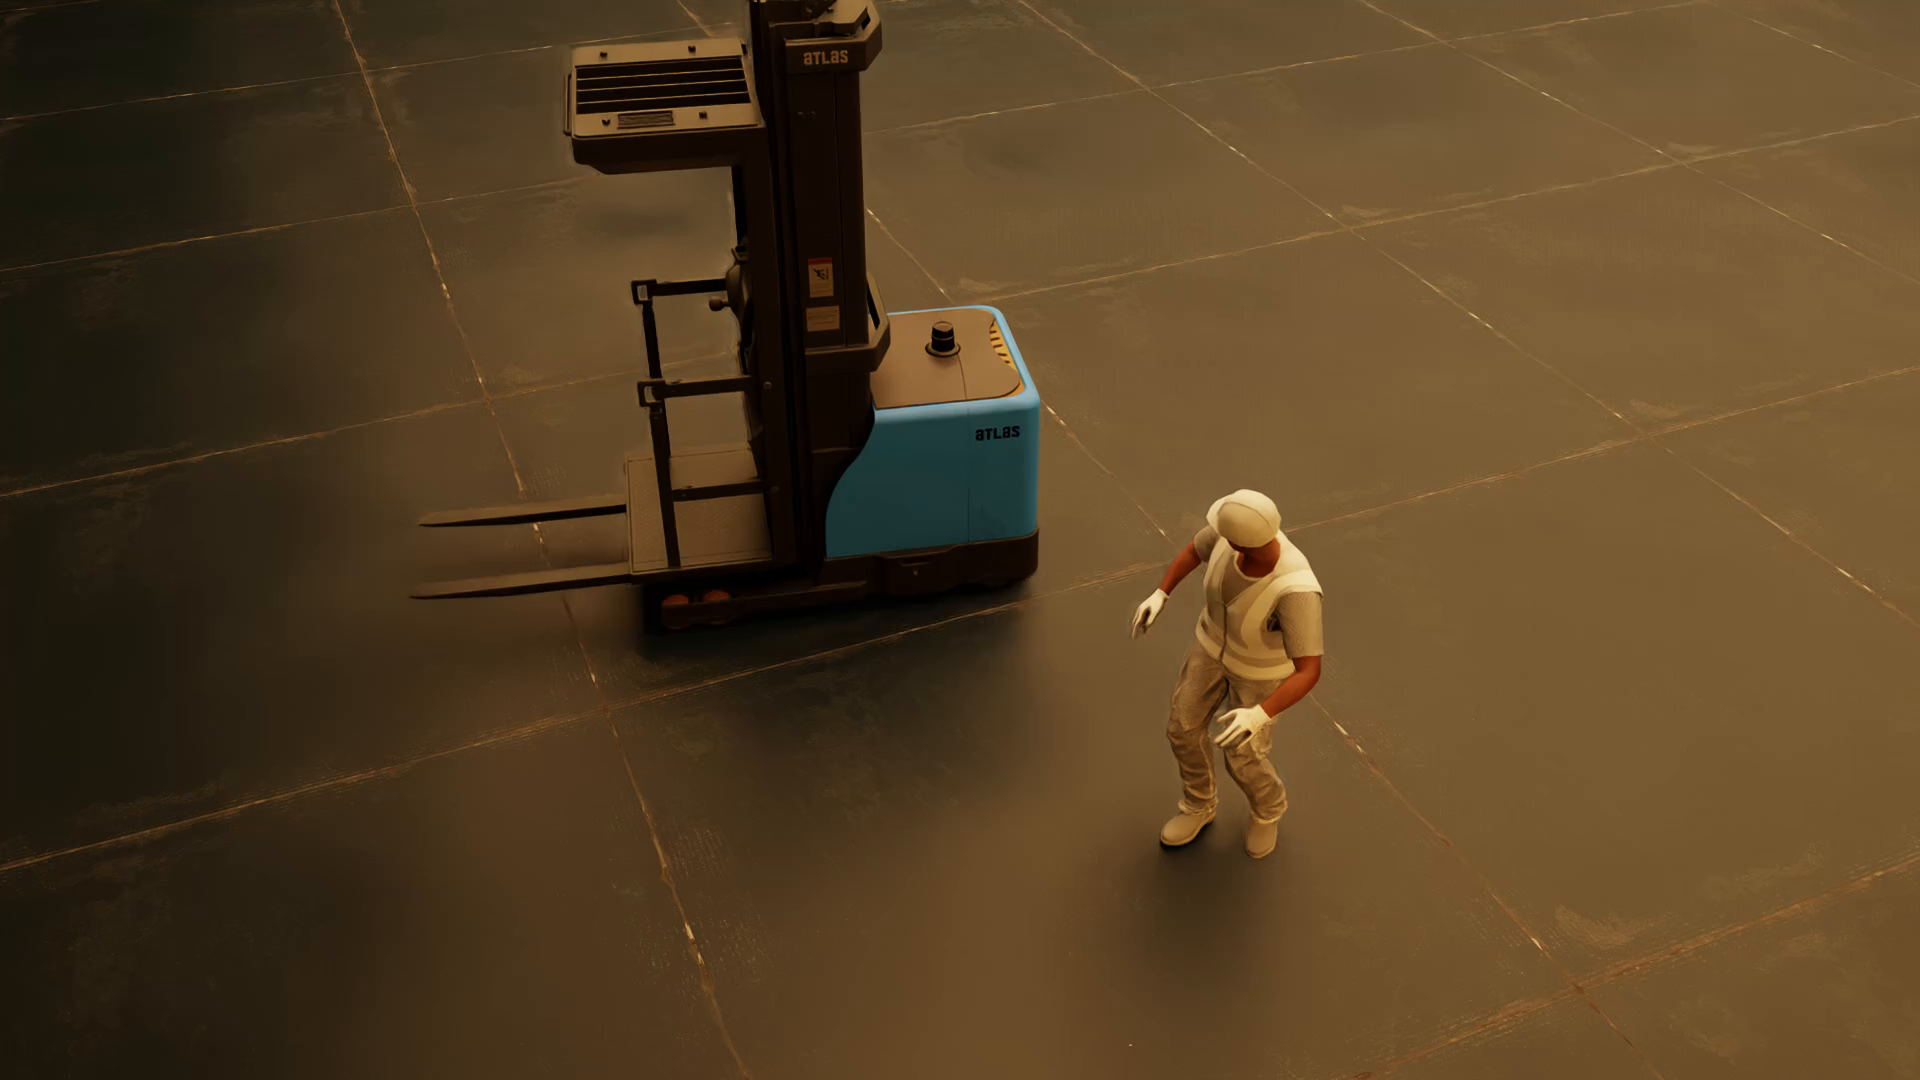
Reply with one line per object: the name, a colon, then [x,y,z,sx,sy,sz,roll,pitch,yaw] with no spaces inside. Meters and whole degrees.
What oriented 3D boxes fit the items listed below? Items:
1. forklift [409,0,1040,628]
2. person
forklift: [-1.179,-1.096,7.640,3.031,2.935,1.130,-6,36,-9]
person: [1.018,0.532,6.435,0.721,1.704,0.822,-28,44,-34]
